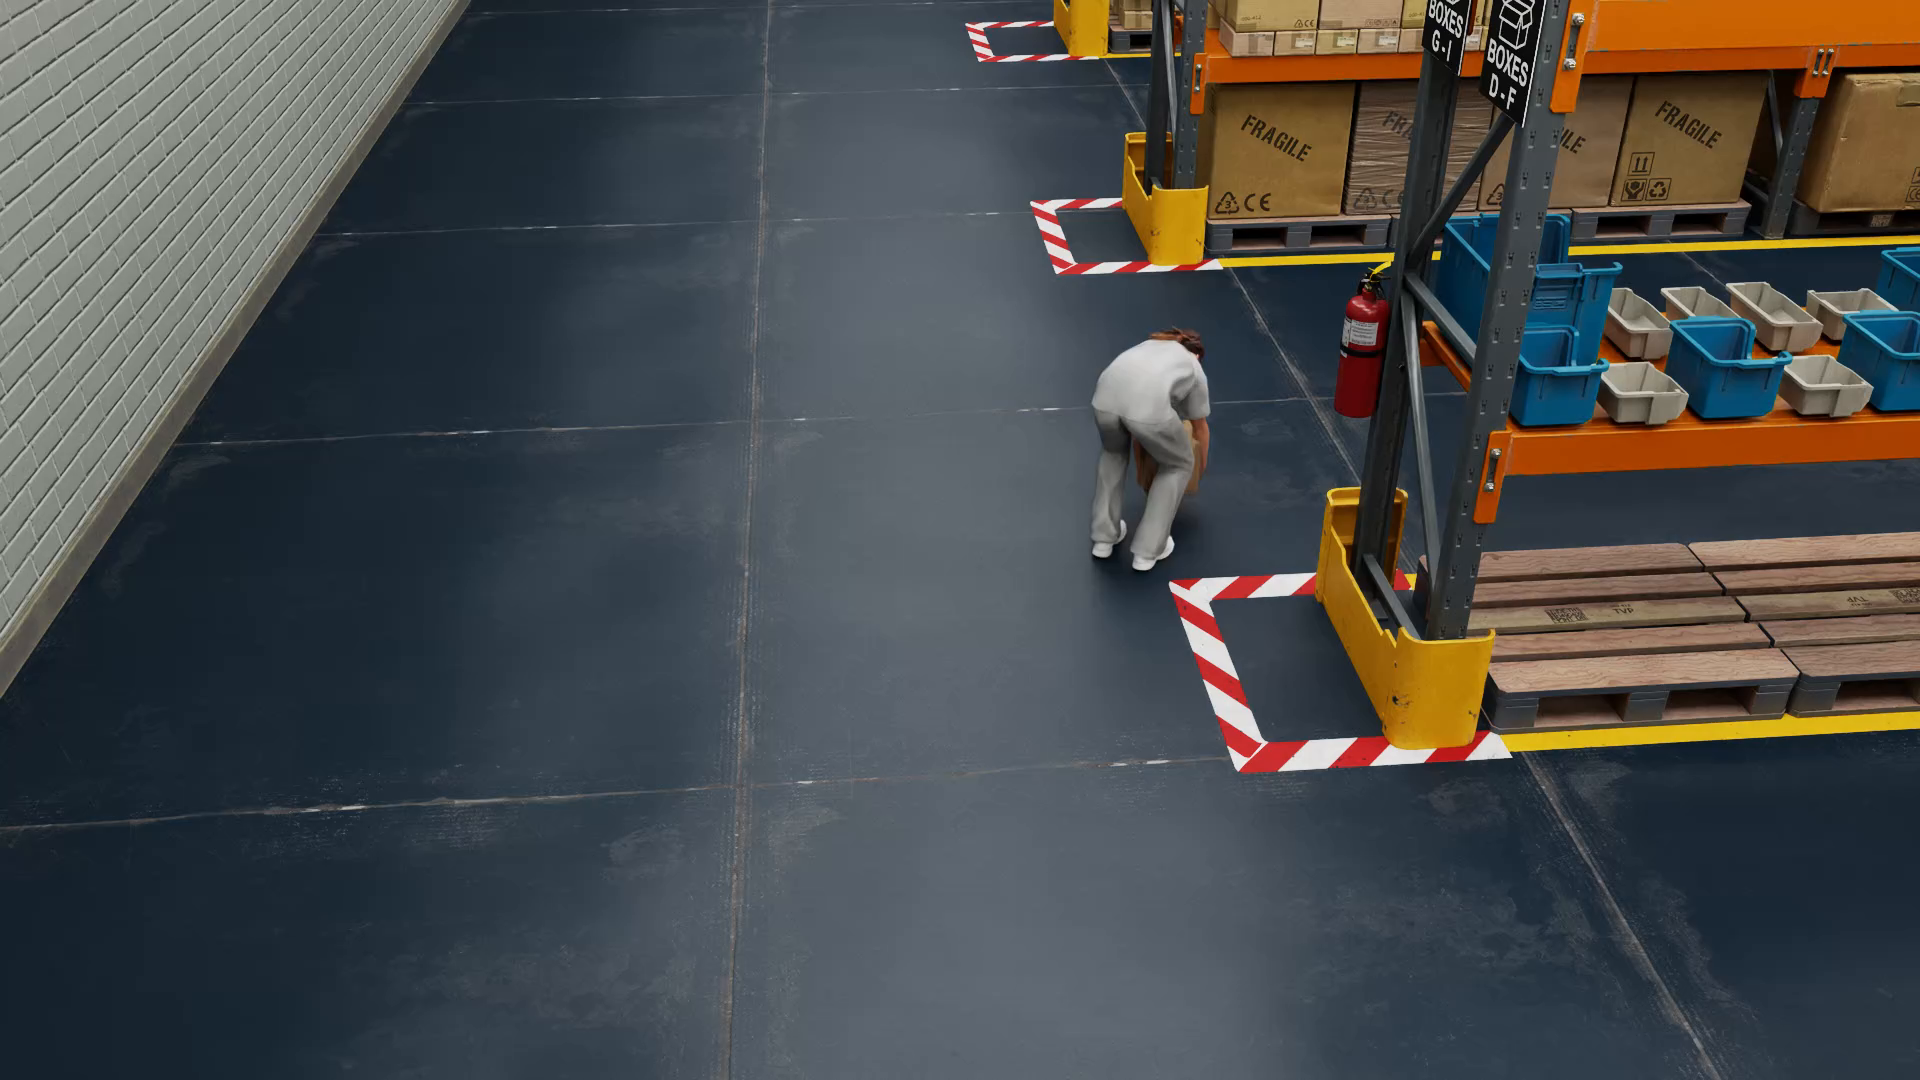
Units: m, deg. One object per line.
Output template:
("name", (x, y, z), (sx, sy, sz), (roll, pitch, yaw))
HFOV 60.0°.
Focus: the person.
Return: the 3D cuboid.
("person", (0.884, -0.461, 7.546), (0.446, 1.002, 0.867), (16, 35, 25))
